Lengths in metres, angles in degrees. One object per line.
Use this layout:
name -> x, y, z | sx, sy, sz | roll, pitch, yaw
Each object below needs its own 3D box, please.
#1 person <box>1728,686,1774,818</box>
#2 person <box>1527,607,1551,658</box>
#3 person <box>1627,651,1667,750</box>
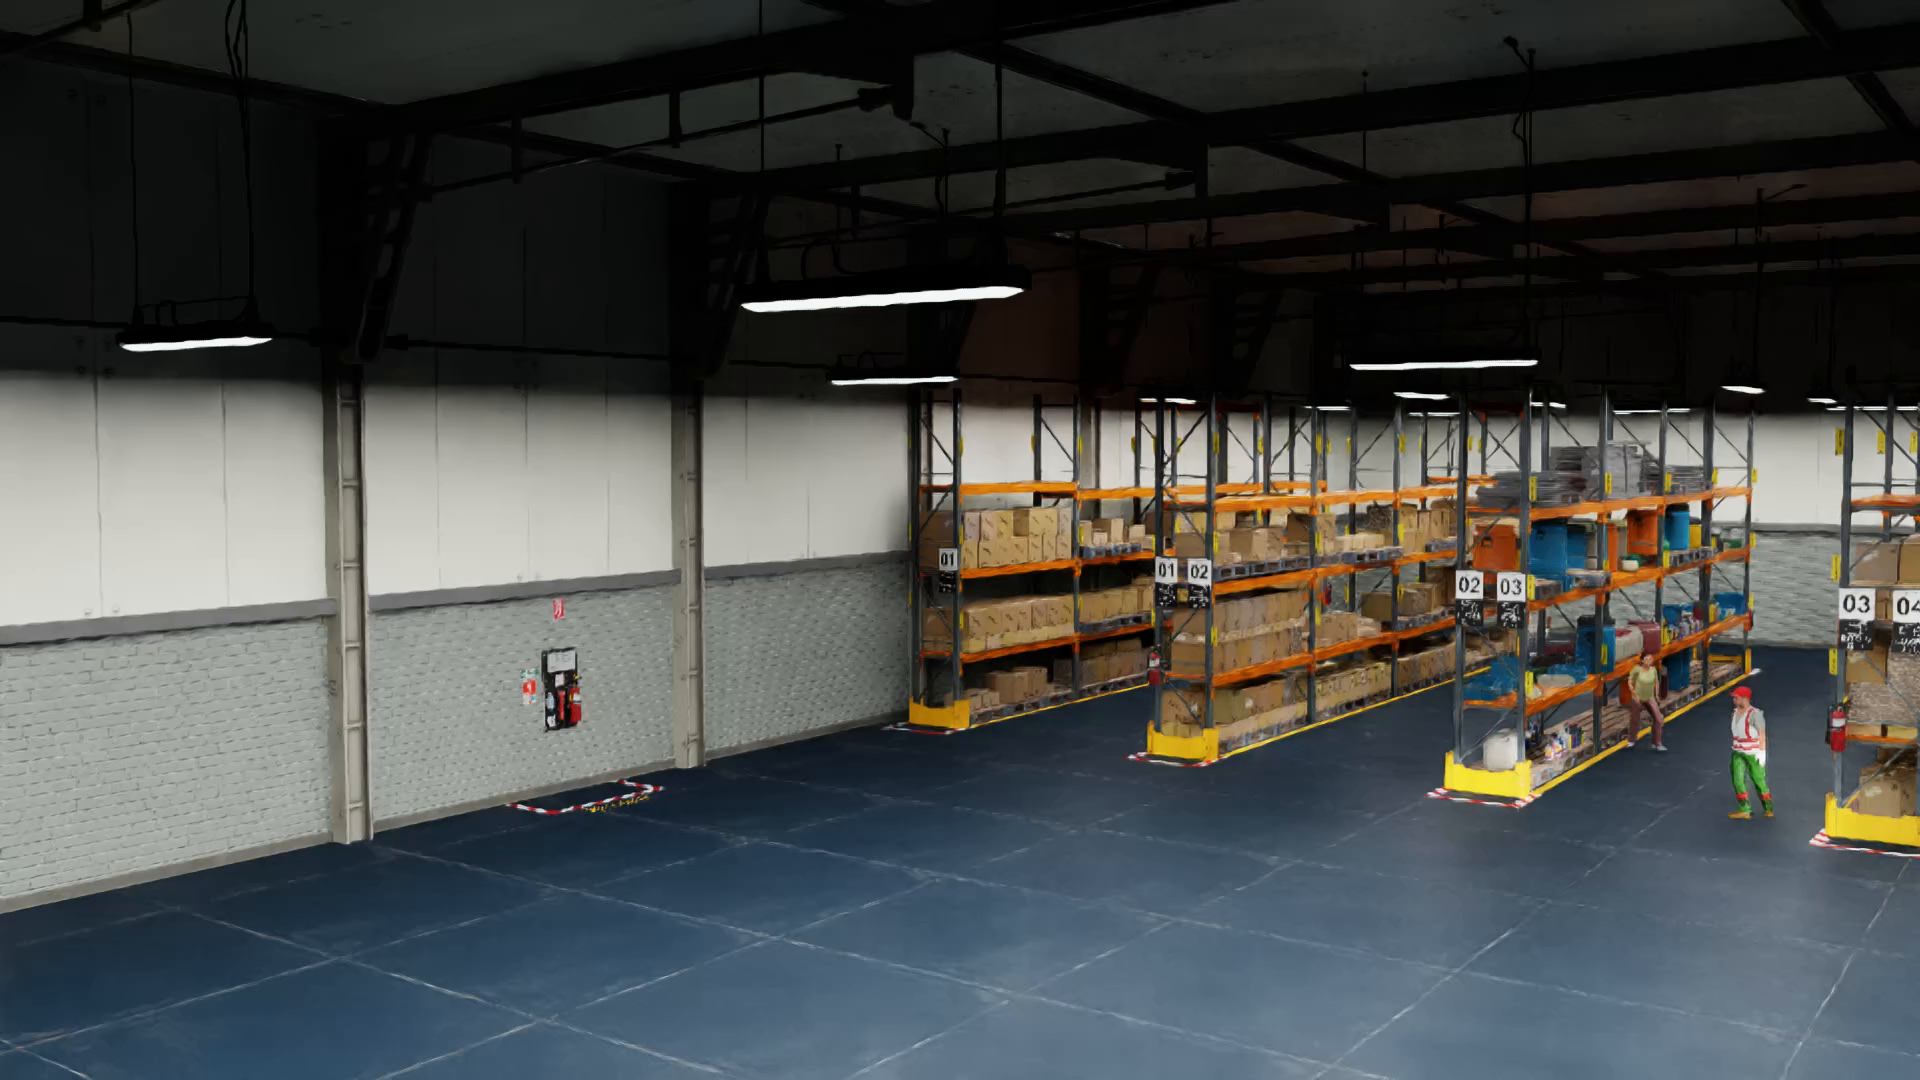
person -> 10.640, 2.847, 22.338 | 0.573, 1.774, 0.580 | -1, 3, -19
person -> 12.794, 2.033, 37.038 | 0.702, 1.735, 0.549 | 2, 4, 34
person -> 11.257, 2.636, 27.372 | 0.570, 1.604, 0.697 | 0, 3, 4
